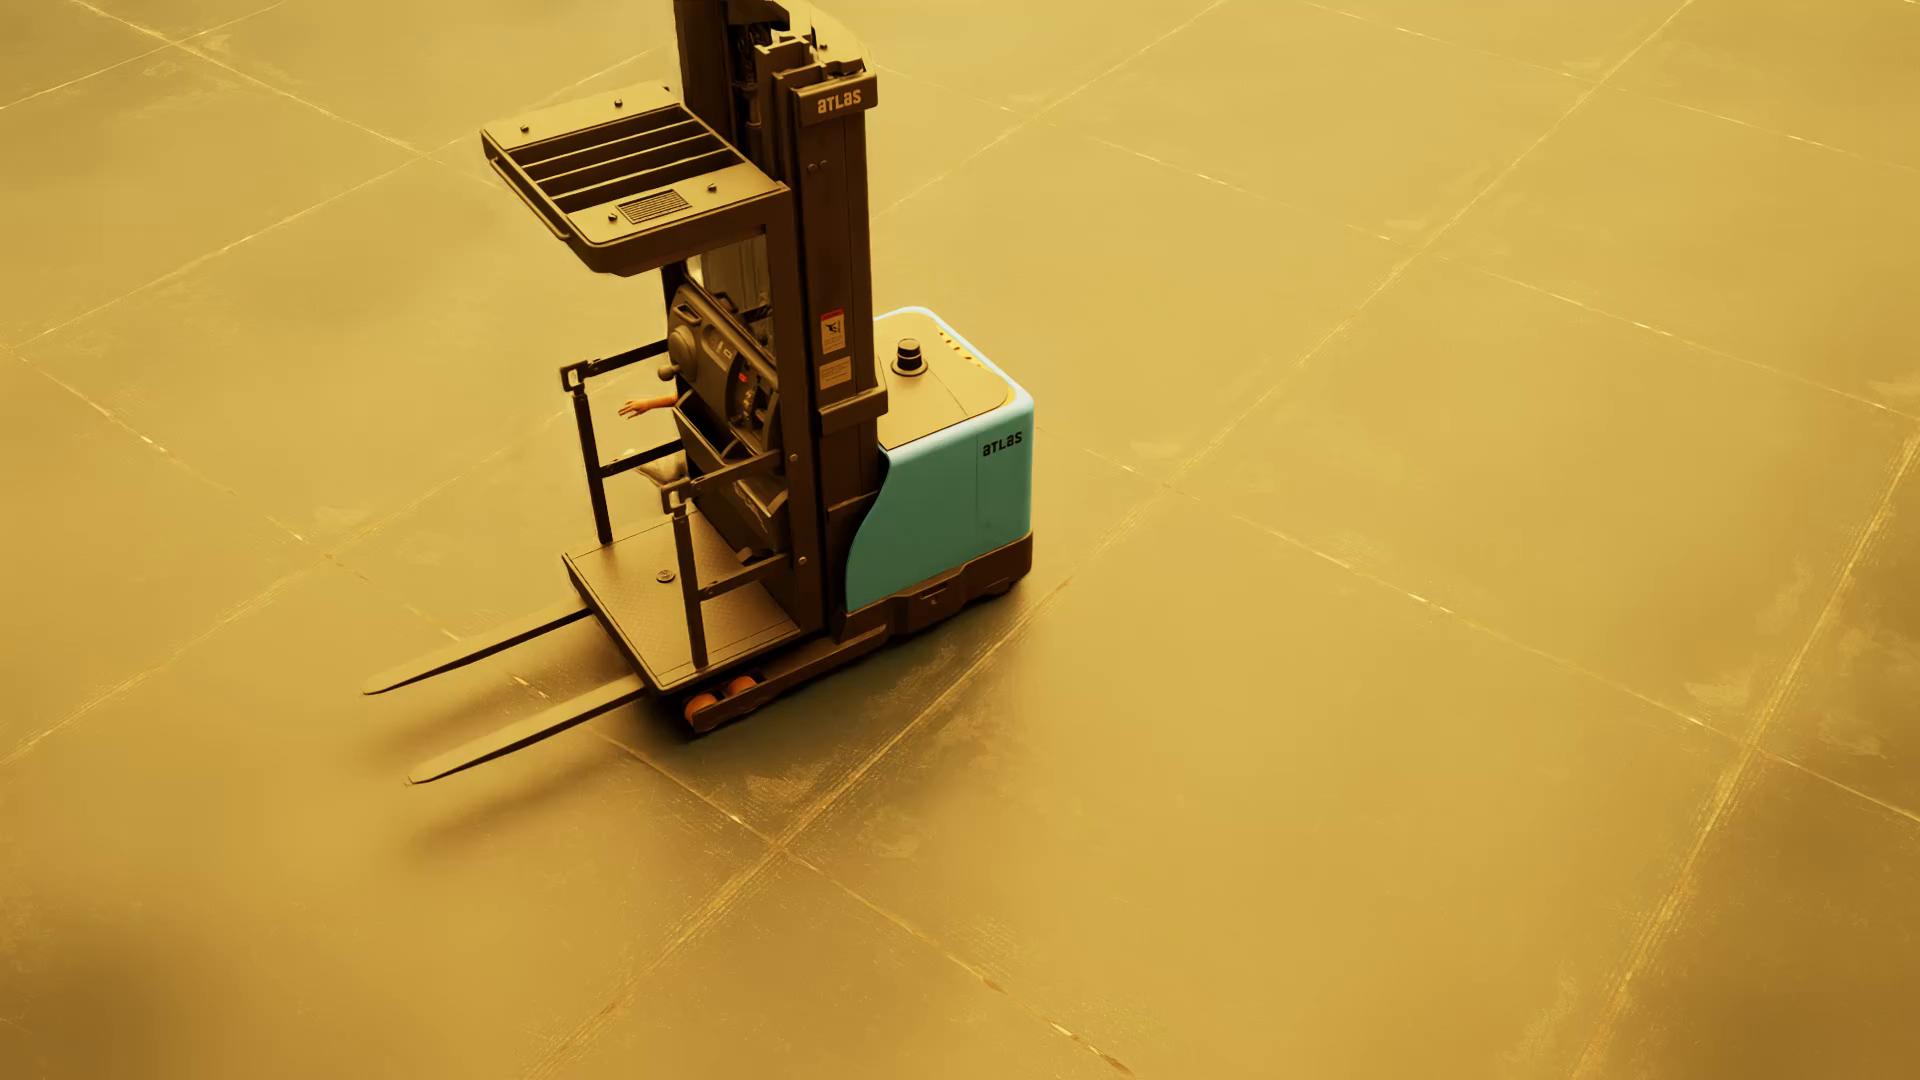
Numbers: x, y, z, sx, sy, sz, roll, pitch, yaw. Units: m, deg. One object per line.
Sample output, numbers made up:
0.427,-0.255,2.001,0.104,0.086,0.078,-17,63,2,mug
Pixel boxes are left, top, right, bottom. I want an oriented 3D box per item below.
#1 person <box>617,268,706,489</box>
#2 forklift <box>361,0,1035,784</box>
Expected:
-1.241,-0.656,7.928,1.011,1.492,0.844,2,41,3,person
-1.163,-0.665,6.855,3.031,2.935,1.130,-23,46,-25,forklift
